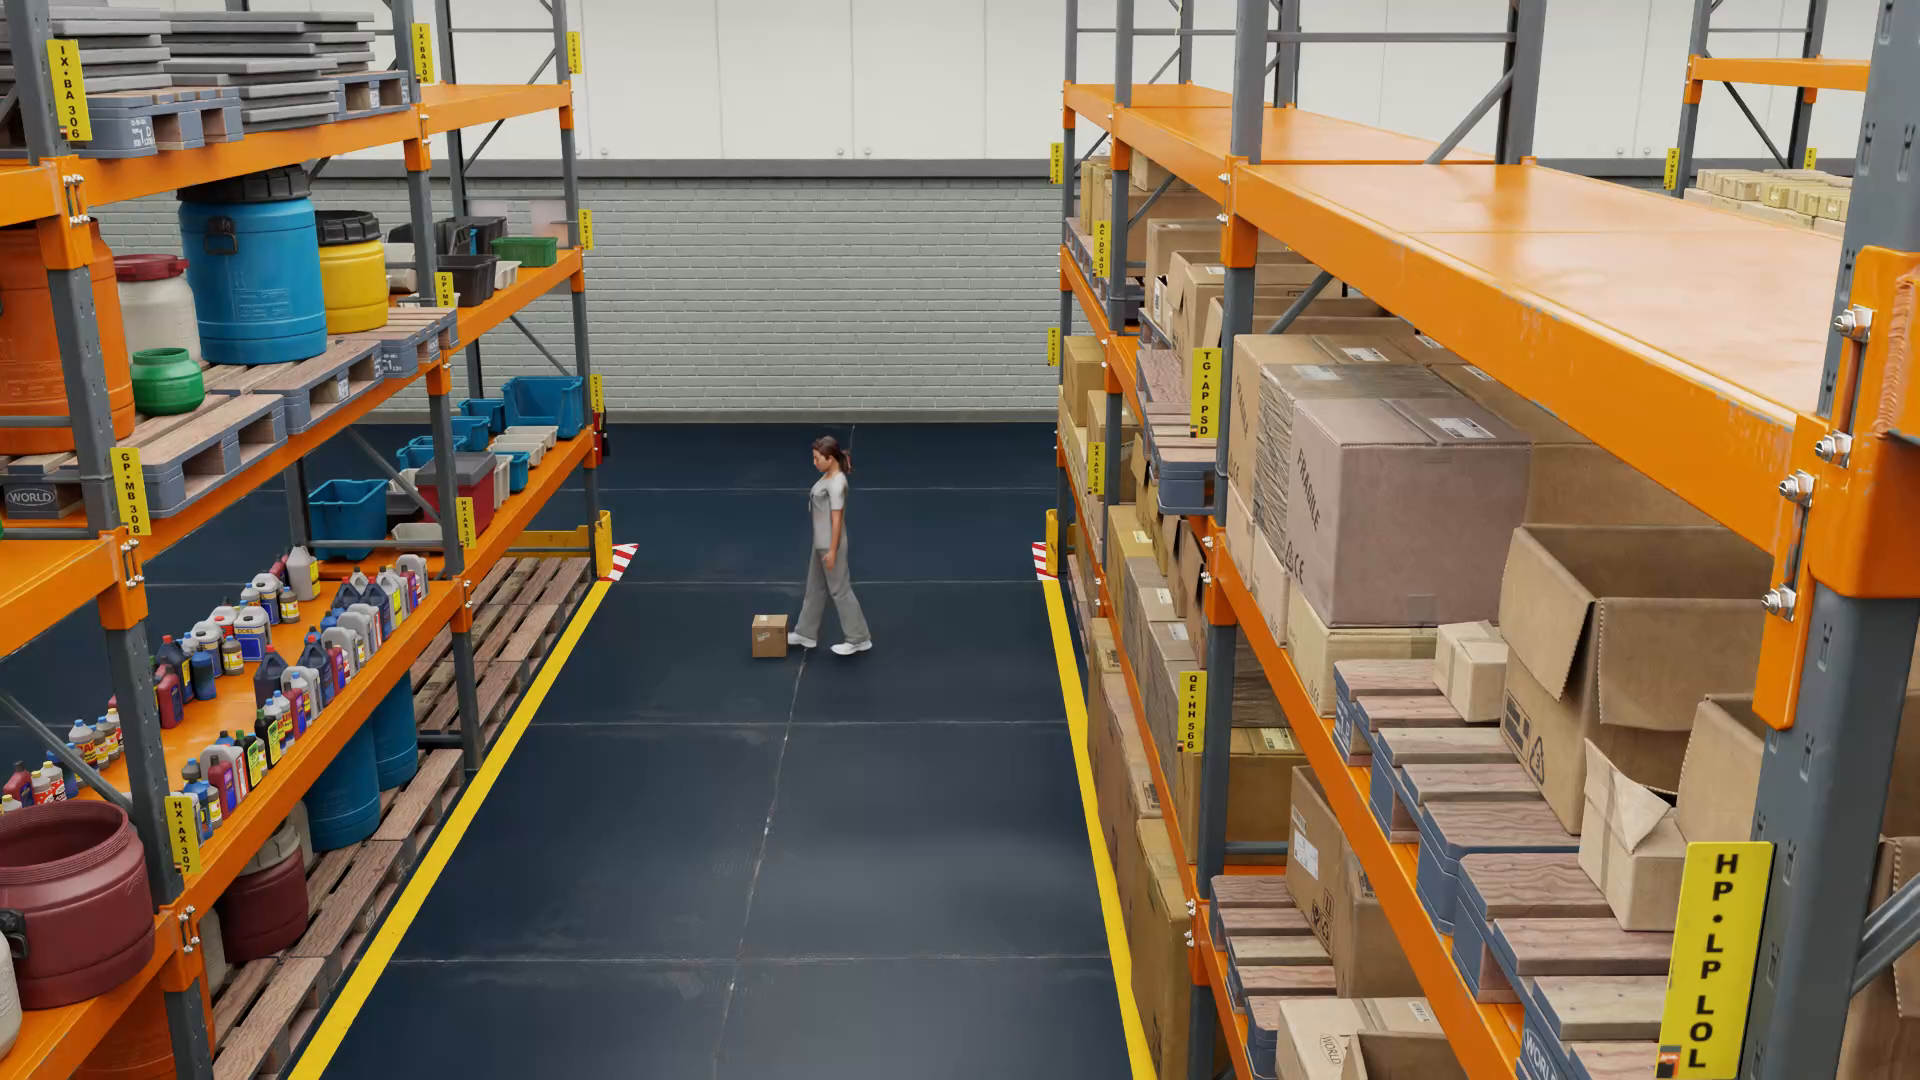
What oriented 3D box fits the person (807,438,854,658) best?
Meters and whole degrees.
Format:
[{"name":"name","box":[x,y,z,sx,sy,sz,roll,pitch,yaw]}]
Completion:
[{"name":"person","box":[-0.955,0.053,12.391,0.365,1.673,0.440,0,17,0]}]
